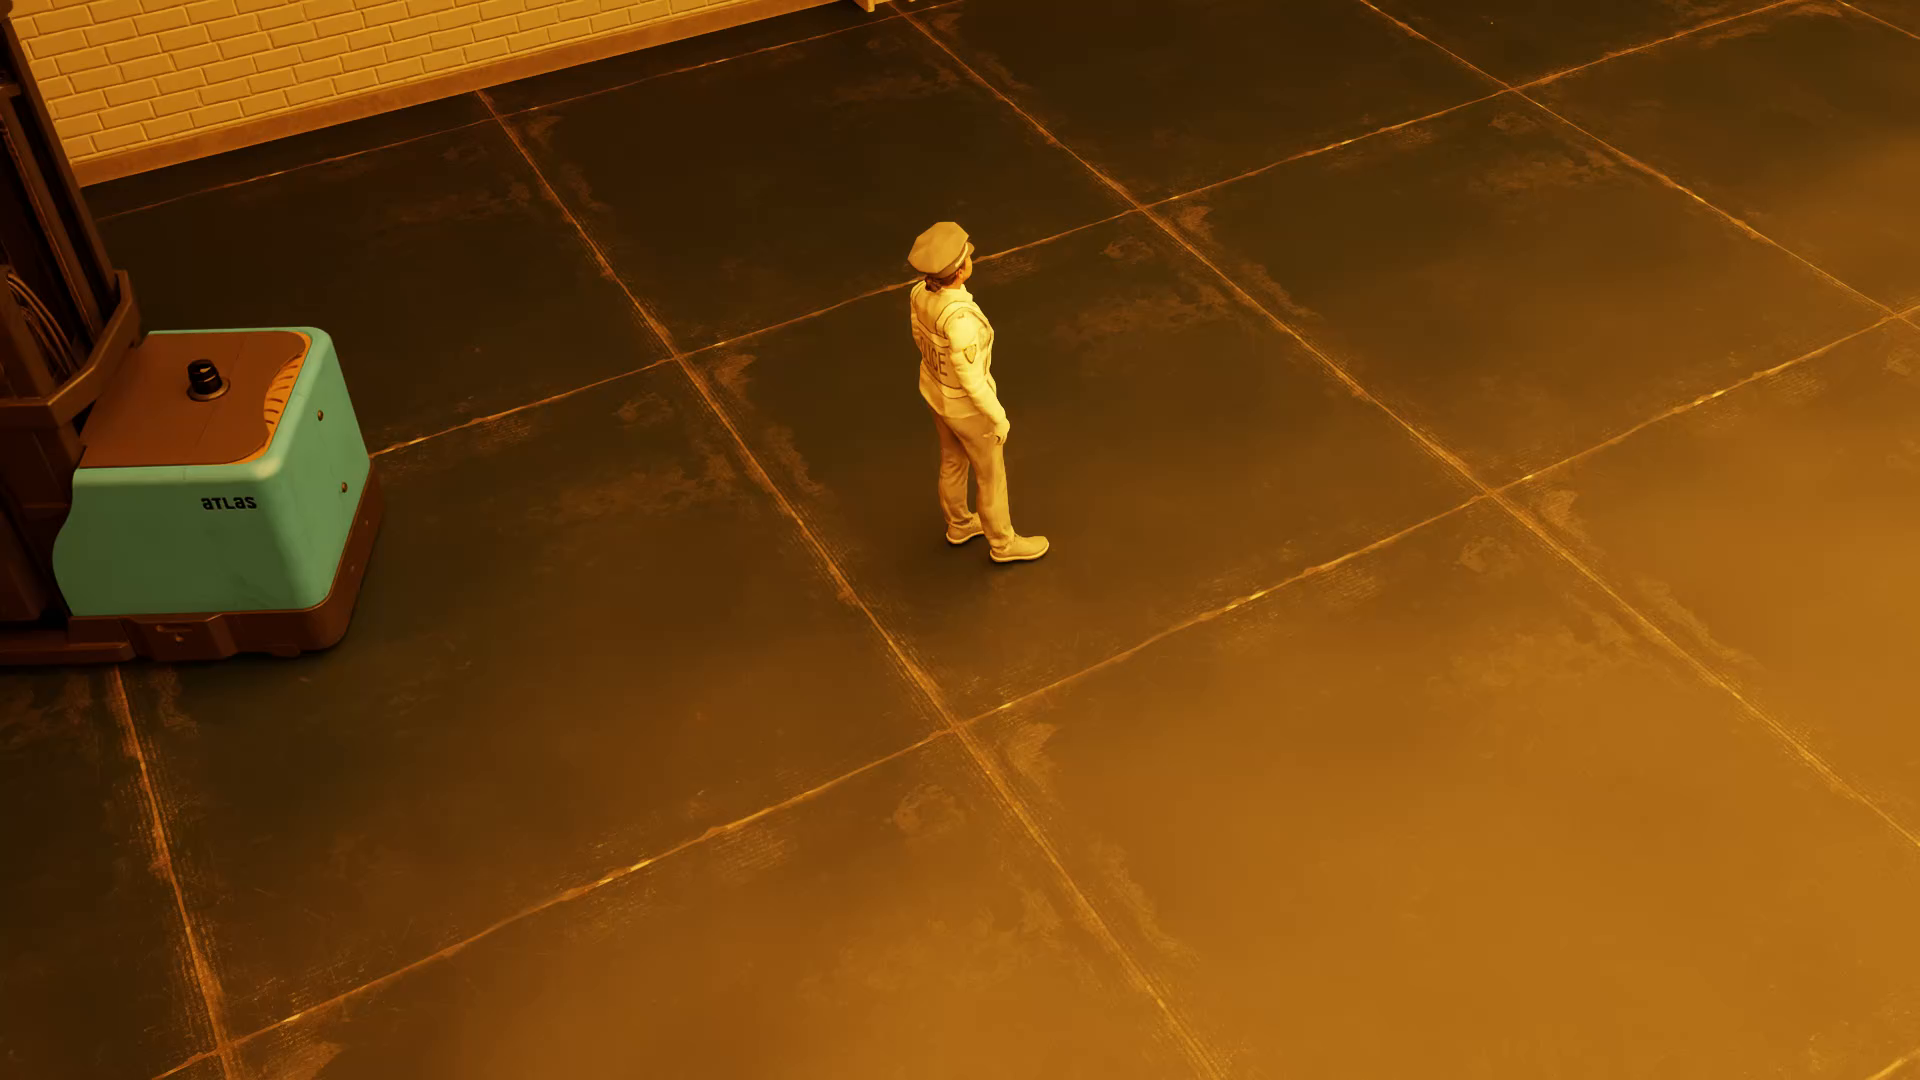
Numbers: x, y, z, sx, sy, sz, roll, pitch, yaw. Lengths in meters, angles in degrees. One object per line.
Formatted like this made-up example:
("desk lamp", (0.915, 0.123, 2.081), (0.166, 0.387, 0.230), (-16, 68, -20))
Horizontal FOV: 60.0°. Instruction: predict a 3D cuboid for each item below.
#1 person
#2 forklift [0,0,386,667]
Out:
("person", (0.068, -0.641, 7.287), (0.530, 1.694, 0.568), (-21, 47, -21))
("forklift", (-4.233, -0.857, 6.622), (3.031, 2.935, 1.130), (-2, 43, -2))
